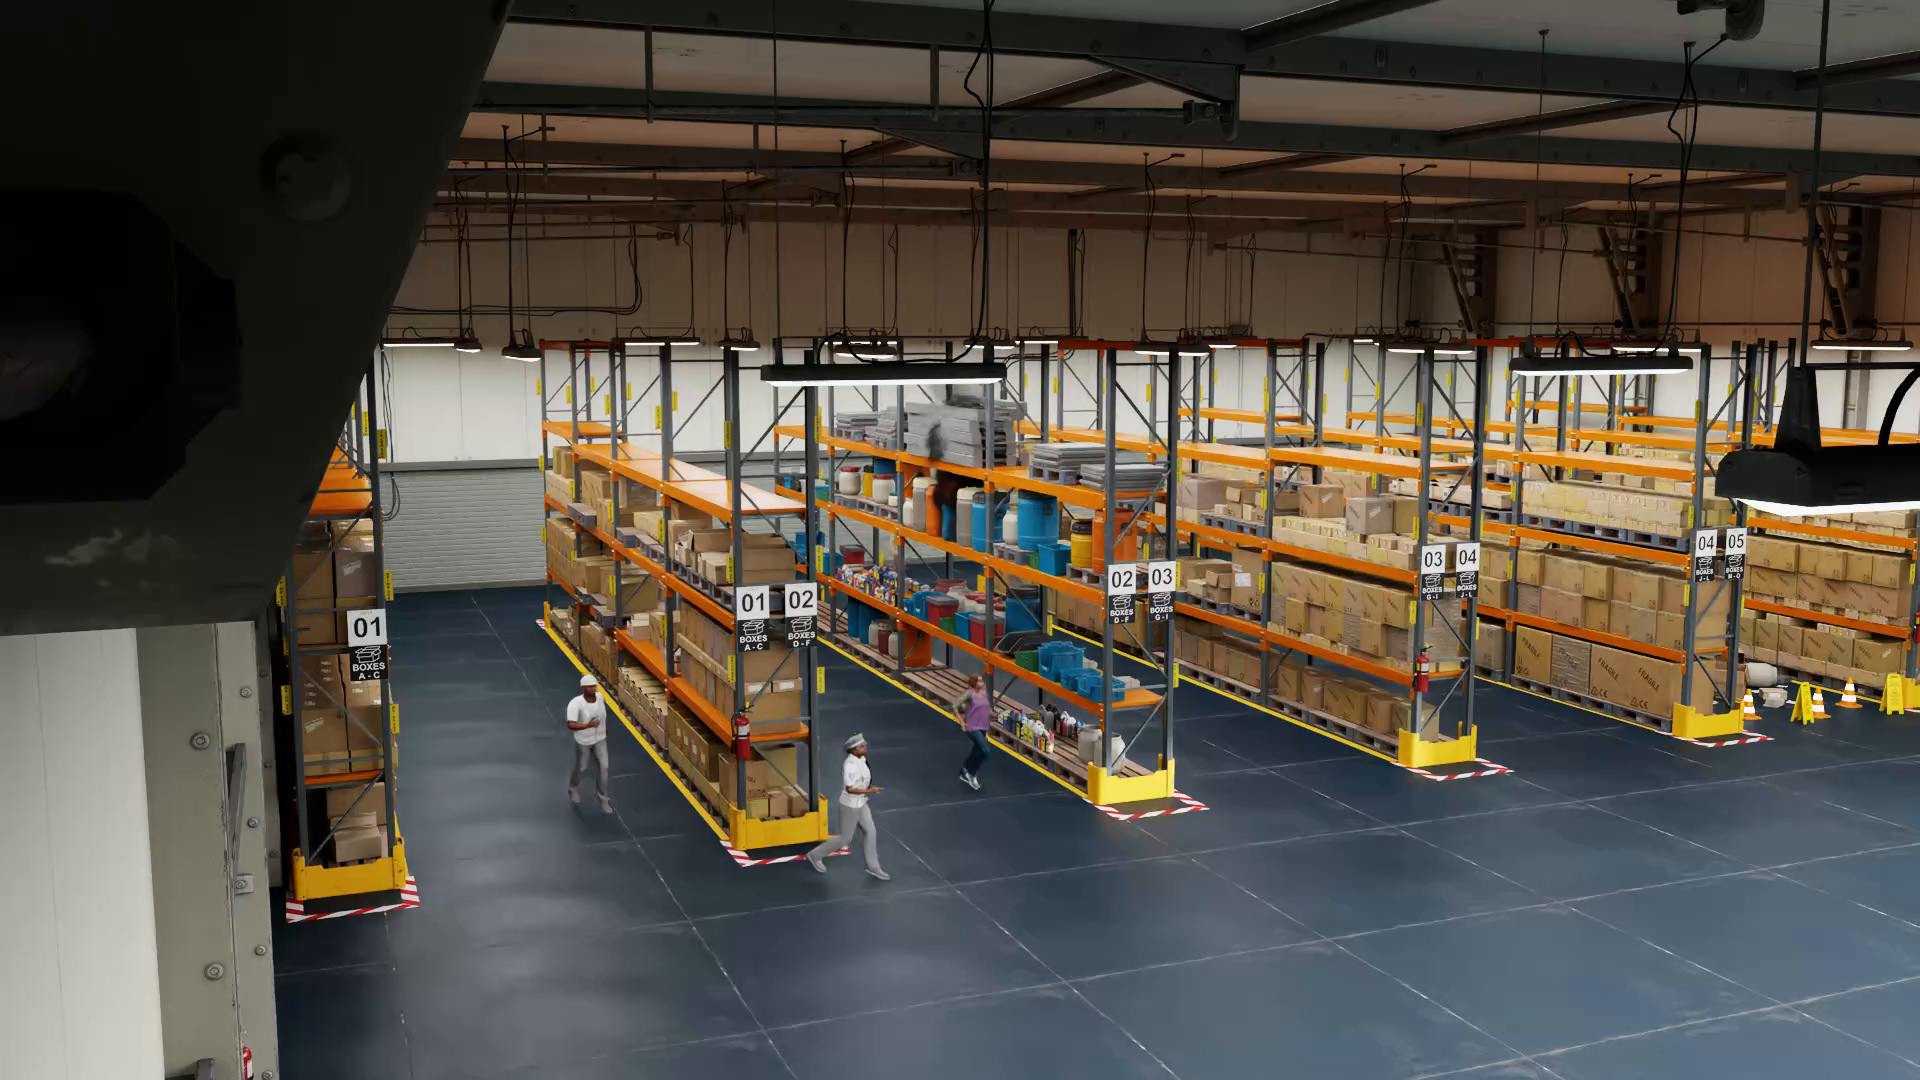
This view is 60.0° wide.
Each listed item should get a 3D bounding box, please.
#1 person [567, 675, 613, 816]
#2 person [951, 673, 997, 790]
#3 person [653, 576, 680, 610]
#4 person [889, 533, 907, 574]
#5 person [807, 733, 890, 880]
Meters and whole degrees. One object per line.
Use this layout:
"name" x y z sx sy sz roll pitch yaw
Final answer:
"person" -4.837 2.629 21.650 0.681 1.803 0.897 -6 10 -40
"person" 0.229 2.599 22.655 0.663 1.593 0.508 6 9 37
"person" -6.036 1.025 34.466 0.677 1.764 0.841 -4 8 -27
"person" -1.570 0.352 39.798 0.762 1.673 0.577 1 8 11
"person" -1.261 3.034 18.997 0.933 1.717 0.588 2 8 12
